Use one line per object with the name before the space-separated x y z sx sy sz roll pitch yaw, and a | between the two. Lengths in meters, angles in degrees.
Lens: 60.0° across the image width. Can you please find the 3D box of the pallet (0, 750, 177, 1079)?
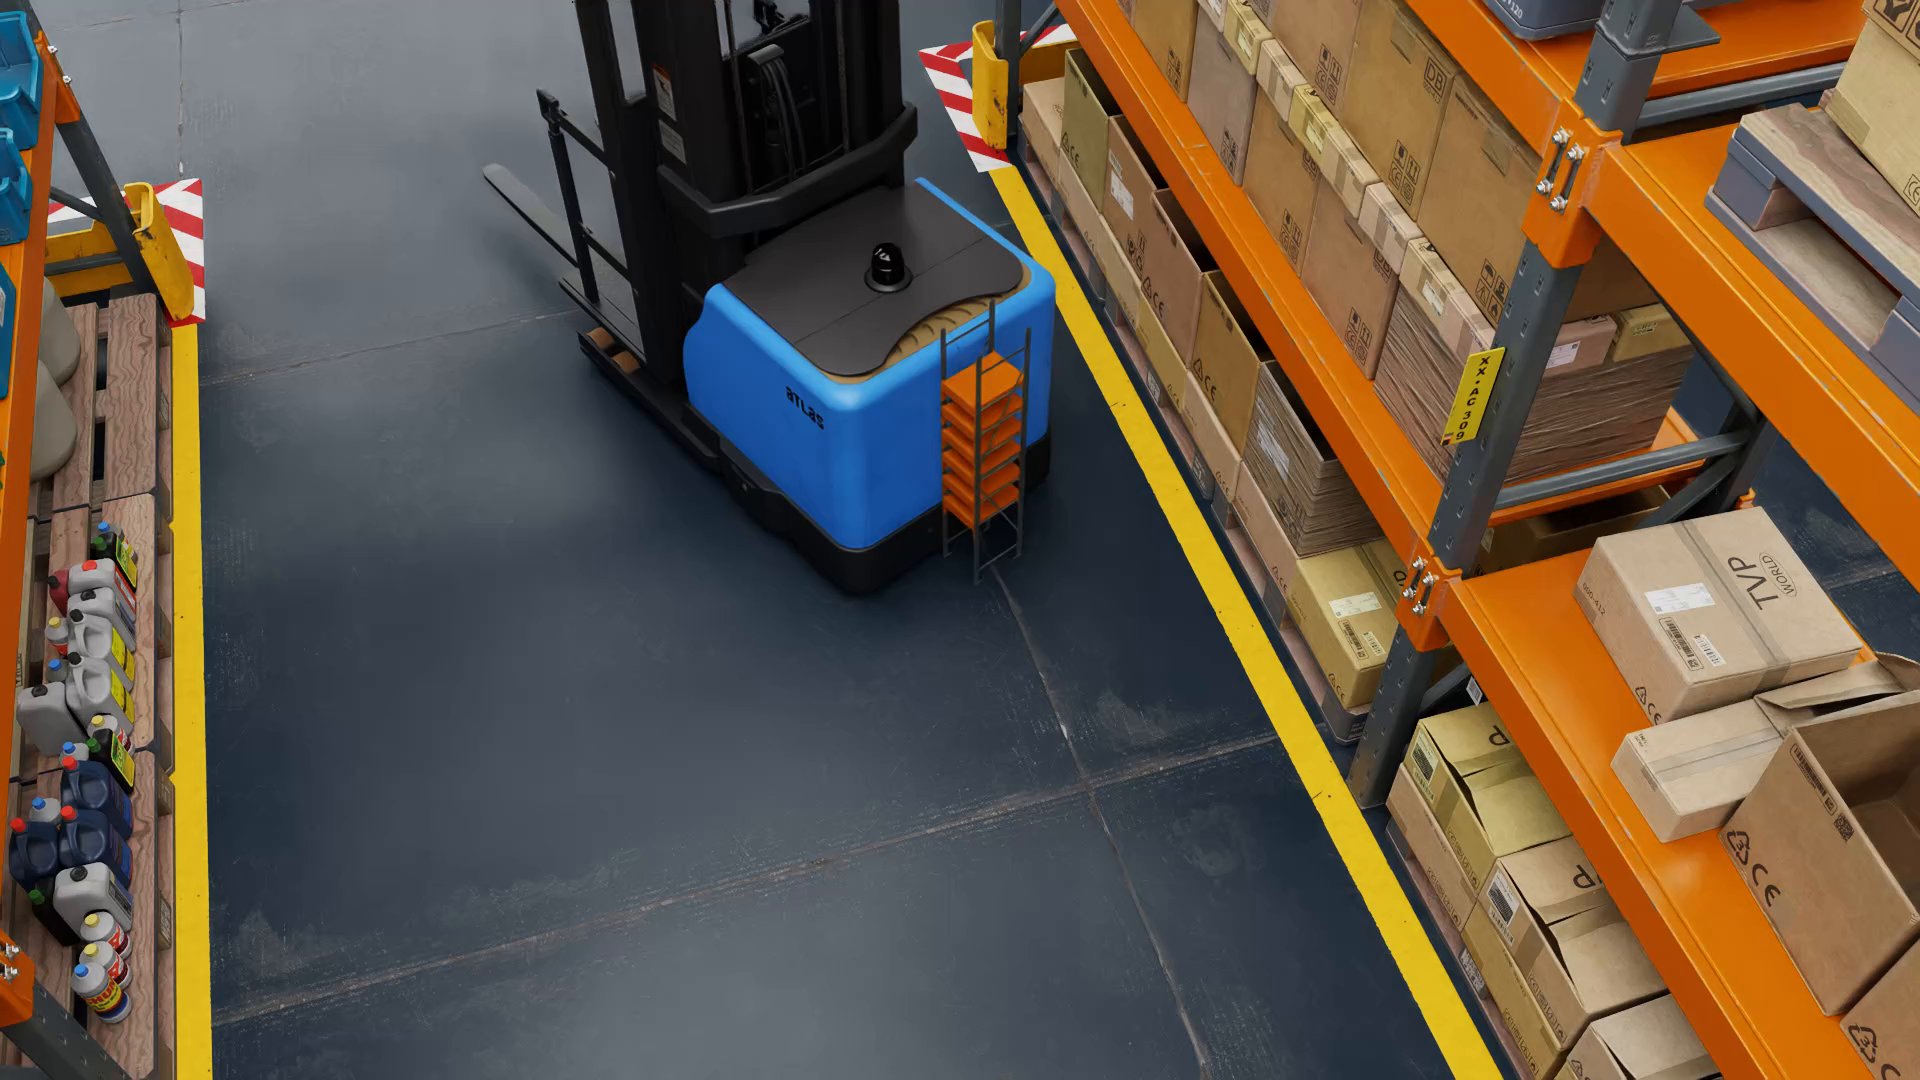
pallet | -3.048 1.329 5.281 1.003 0.211 1.213 -13 51 -11

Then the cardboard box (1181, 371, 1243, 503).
cardboard box | 1.198 -0.454 6.484 0.500 0.250 0.500 -13 51 -11

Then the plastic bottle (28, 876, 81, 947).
plastic bottle | -2.788 1.127 5.116 0.061 0.283 0.133 -13 51 -11

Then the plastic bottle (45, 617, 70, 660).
plastic bottle | -3.134 0.345 5.829 0.097 0.201 0.097 0 50 0

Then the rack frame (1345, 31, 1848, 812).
rack frame | 1.844 -0.187 4.735 1.000 3.000 0.127 -13 51 -11

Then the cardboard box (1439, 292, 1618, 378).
cardboard box | 1.559 -0.578 4.575 0.380 0.149 0.250 -13 51 -11

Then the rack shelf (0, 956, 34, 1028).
rack shelf | -2.298 2.623 2.837 1.077 0.370 4.000 -13 51 -11

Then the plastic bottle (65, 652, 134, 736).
plastic bottle | -2.913 0.511 5.592 0.144 0.351 0.185 -14 51 -11

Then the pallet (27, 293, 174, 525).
pallet | -3.769 -0.453 6.783 1.003 0.211 1.213 -13 51 -11

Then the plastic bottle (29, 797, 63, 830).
plastic bottle | -2.890 0.906 5.310 0.097 0.271 0.097 0 50 0

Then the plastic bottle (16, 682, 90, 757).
plastic bottle | -3.047 0.587 5.577 0.152 0.276 0.135 -13 51 -11

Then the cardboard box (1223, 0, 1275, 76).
cardboard box | 1.103 -1.699 5.520 0.380 0.149 0.250 -12 51 -10

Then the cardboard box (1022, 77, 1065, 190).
cardboard box | 0.607 -1.915 7.716 0.500 0.250 0.500 -13 51 -11

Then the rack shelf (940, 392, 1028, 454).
rack shelf | 0.086 -0.448 5.877 0.258 0.103 0.180 -33 57 -25

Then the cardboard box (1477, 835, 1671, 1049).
cardboard box | 1.871 1.109 4.800 0.500 0.311 0.500 -14 51 -11

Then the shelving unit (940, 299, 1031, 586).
shelving unit | 0.086 -0.322 6.027 0.258 1.200 0.189 -33 57 -25

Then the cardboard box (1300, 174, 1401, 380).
cardboard box | 1.544 -0.925 5.292 0.700 0.500 0.500 -14 51 -11

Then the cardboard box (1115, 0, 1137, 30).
cardboard box | 0.947 -2.414 6.547 0.700 0.500 0.500 -12 51 -10

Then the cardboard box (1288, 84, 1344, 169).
cardboard box | 1.260 -1.322 5.202 0.380 0.149 0.250 -14 51 -11

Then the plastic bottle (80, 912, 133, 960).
plastic bottle | -2.625 1.210 5.100 0.097 0.201 0.097 0 50 0

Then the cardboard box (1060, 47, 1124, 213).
cardboard box | 0.757 -1.792 7.122 0.500 0.500 0.500 -13 51 -11

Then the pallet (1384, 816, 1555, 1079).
pallet | 2.099 1.241 5.355 1.003 0.211 1.213 -13 51 -11

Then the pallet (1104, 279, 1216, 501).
pallet | 1.284 -0.771 7.051 1.003 0.211 1.213 -13 51 -11

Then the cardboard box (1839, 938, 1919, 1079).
cardboard box | 2.359 1.096 3.588 0.500 0.500 0.500 -13 51 -11

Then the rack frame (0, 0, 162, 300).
rack frame | -4.072 -1.991 6.256 1.000 3.000 0.127 -13 51 -11

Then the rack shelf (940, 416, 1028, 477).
rack shelf | 0.086 -0.371 5.969 0.258 0.103 0.180 -33 57 -25

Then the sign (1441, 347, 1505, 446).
sign | 1.314 -0.365 4.267 0.100 0.325 0.005 -13 51 -11

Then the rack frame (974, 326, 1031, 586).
rack frame | 0.146 -0.269 5.982 0.240 1.200 0.006 -33 57 -25

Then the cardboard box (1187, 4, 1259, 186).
cardboard box | 1.247 -1.666 5.917 0.700 0.500 0.500 -12 51 -10

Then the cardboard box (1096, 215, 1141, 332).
cardboard box | 0.906 -1.186 7.101 0.500 0.250 0.500 -13 51 -11

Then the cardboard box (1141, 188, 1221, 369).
cardboard box | 1.048 -1.061 6.505 0.500 0.500 0.500 -13 51 -11

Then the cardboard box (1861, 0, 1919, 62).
cardboard box | 1.989 -1.023 2.811 0.500 0.500 0.500 -13 51 -11

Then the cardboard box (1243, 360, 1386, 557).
cardboard box | 1.361 -0.334 5.893 0.500 0.500 0.500 -13 51 -11

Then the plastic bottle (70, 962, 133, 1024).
plastic bottle | -2.565 1.336 4.948 0.097 0.271 0.097 0 50 0

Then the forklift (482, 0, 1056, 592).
forklift | -0.978 -1.807 6.146 1.130 2.935 3.031 -33 57 -25

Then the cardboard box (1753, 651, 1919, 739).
cardboard box | 2.279 0.457 4.280 0.396 0.266 0.258 -14 51 -12

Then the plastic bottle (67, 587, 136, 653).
plastic bottle | -3.021 0.279 5.836 0.152 0.276 0.135 -15 51 -12

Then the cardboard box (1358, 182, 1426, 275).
cardboard box | 1.408 -0.950 4.889 0.380 0.149 0.250 -15 51 -12

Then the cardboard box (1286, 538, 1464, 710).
cardboard box | 1.498 0.275 5.870 0.500 0.250 0.500 -13 51 -11

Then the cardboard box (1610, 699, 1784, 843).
cardboard box | 1.911 0.588 4.247 0.380 0.149 0.250 -13 51 -11

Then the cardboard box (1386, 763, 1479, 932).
cardboard box | 1.726 0.915 5.330 0.500 0.250 0.500 -14 51 -12

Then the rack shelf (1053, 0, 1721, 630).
rack shelf | 1.252 -1.415 6.242 1.077 0.370 4.000 -13 51 -11

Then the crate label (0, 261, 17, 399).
crate label | -3.269 -0.719 5.161 0.502 0.435 0.616 -13 51 -11

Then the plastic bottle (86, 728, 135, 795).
plastic bottle | -2.796 0.713 5.465 0.061 0.283 0.133 -11 51 -9

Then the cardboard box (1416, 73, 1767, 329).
cardboard box | 1.707 -0.960 4.473 0.700 0.500 0.500 -13 51 -11

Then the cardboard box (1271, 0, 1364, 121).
cardboard box | 1.408 -1.694 5.092 0.700 0.500 0.500 -13 51 -11

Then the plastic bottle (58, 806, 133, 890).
plastic bottle | -2.731 0.959 5.214 0.144 0.351 0.185 -12 51 -10

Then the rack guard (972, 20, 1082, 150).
rack guard | 0.654 -2.320 8.168 1.175 0.500 0.348 -13 51 -11

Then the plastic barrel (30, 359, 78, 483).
plastic barrel | -3.656 -0.495 6.347 0.421 0.512 0.421 0 50 0

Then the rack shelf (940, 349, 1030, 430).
rack shelf | 0.086 -0.526 5.785 0.258 0.103 0.180 -33 57 -25

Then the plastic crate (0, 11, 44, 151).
plastic crate | -3.638 -1.645 6.062 0.499 0.251 0.616 -13 51 -11

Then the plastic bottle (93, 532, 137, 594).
plastic bottle | -3.058 0.066 6.011 0.061 0.283 0.133 -12 51 -10

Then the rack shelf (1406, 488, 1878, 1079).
rack shelf | 2.435 1.506 3.779 1.077 0.370 4.000 -13 51 -11

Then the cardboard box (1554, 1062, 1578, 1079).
cardboard box | 2.032 1.666 4.697 0.500 0.250 0.500 -15 51 -12
